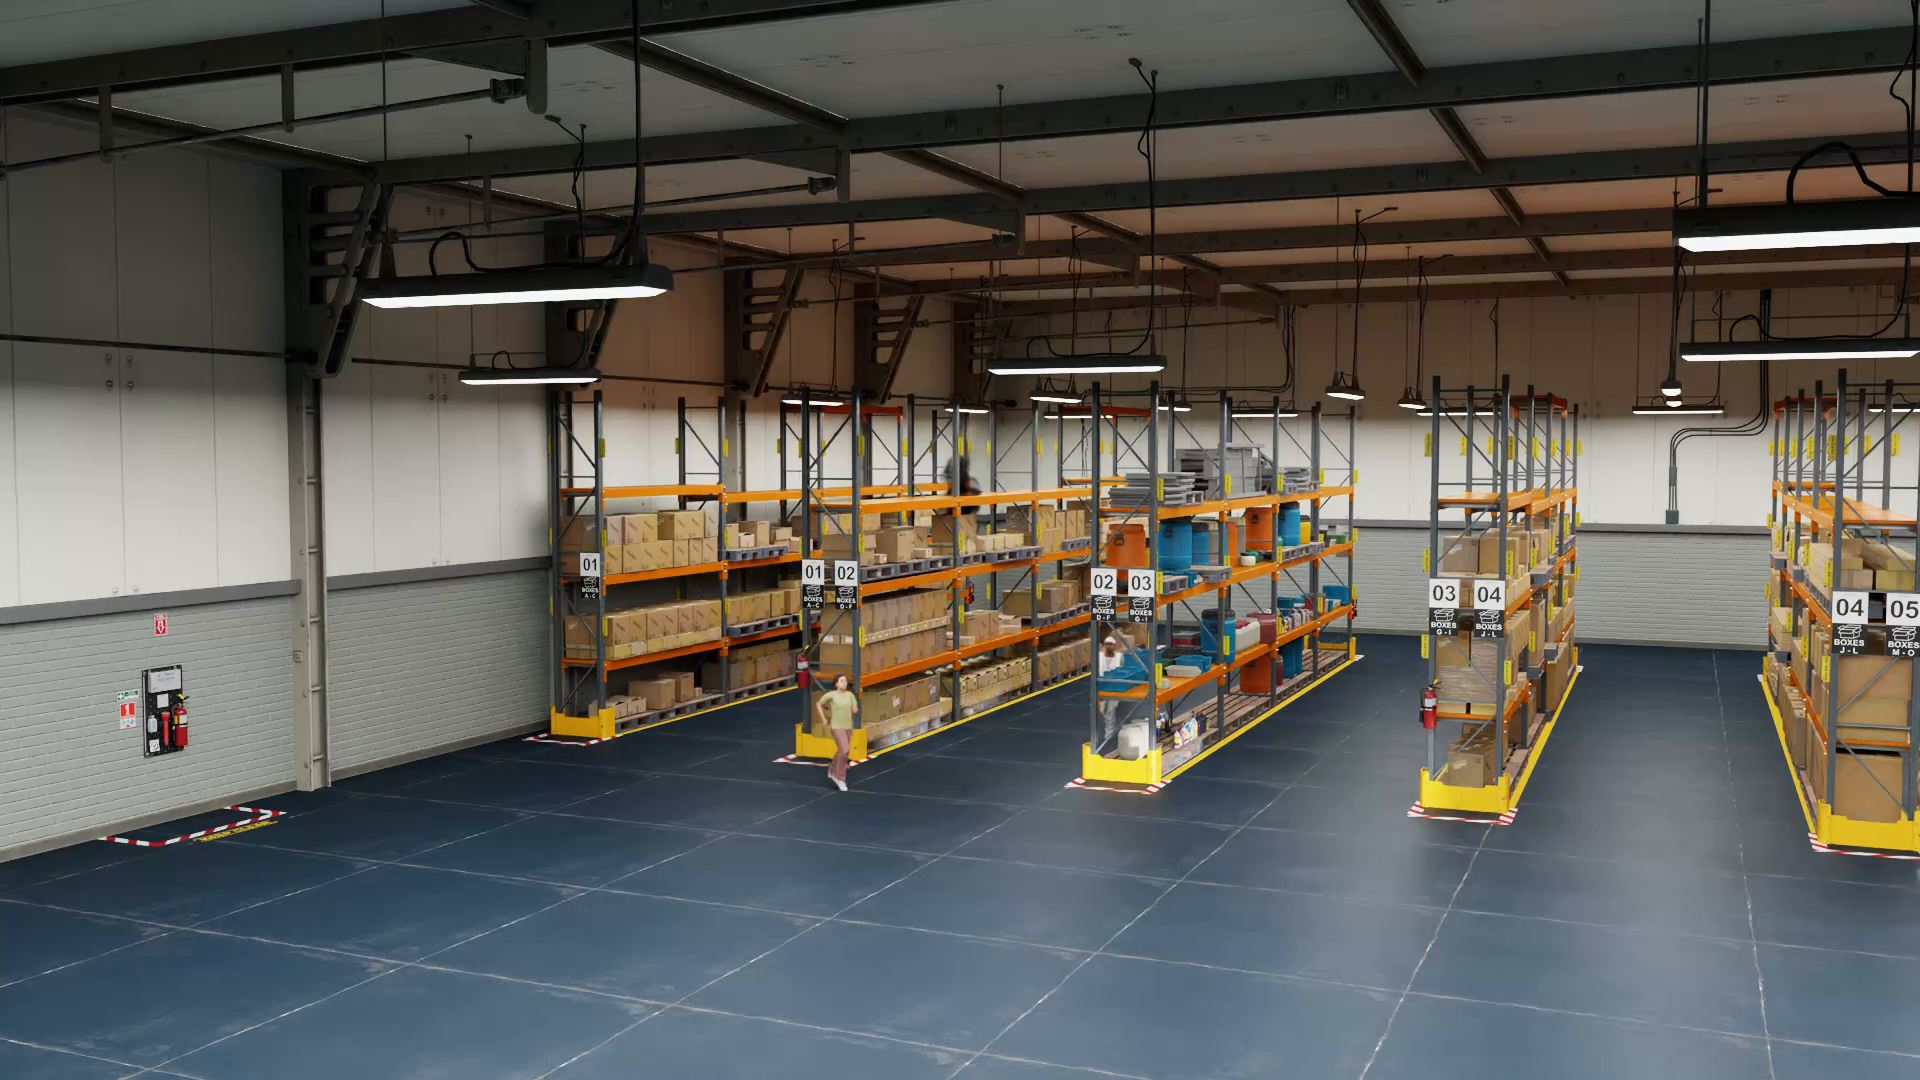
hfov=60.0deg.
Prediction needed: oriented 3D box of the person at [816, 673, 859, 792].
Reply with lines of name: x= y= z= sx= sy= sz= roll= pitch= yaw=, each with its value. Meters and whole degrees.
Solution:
person: x=-1.759 y=2.815 z=24.472 sx=0.547 sy=1.721 sz=0.723 roll=-3 pitch=4 yaw=-41

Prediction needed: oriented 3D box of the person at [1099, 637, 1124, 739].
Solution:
person: x=2.610 y=2.544 z=28.823 sx=0.683 sy=1.743 sz=0.689 roll=1 pitch=3 yaw=15
